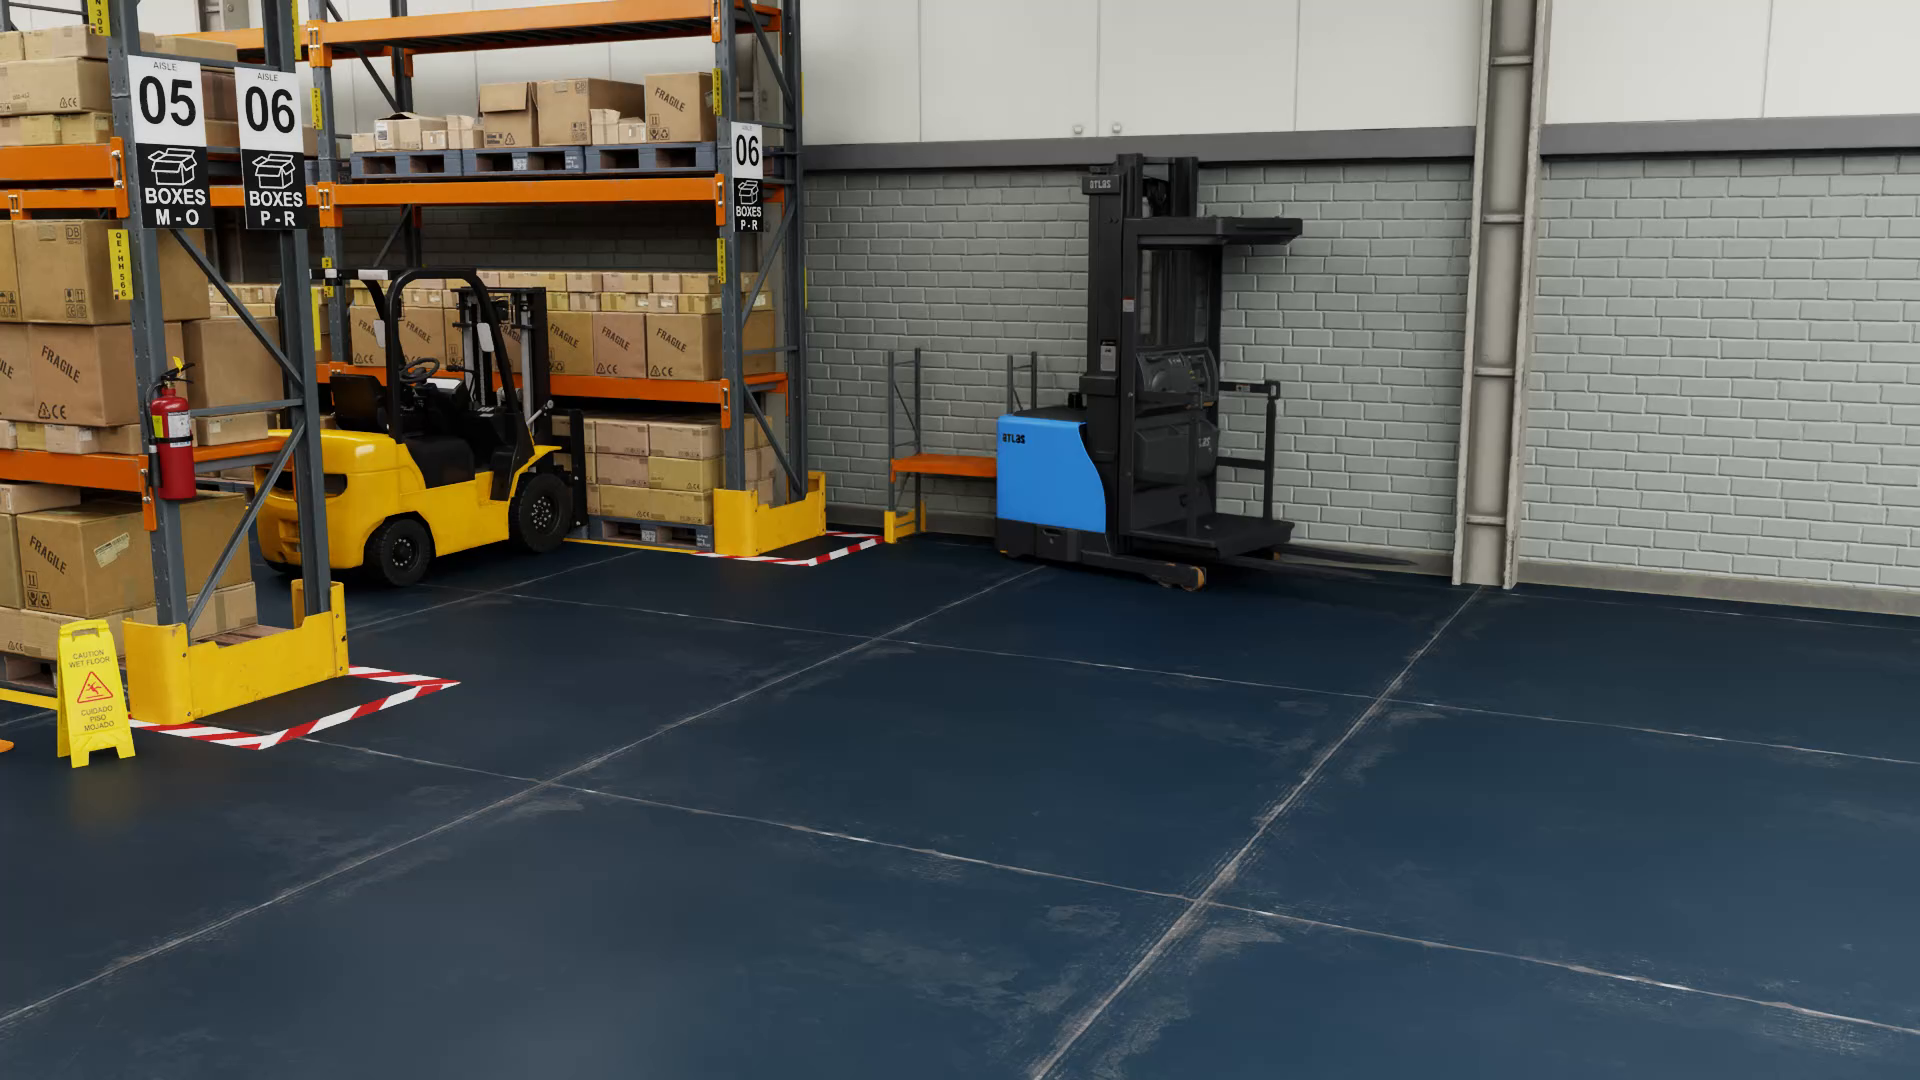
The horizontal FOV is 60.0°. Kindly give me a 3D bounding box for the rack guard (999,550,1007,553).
[{"bbox_3d":[0.459,-0.071,12.922,0.087,0.250,0.587,5,11,25],"label":"rack guard"}]

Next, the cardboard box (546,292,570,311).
[{"bbox_3d":[-3.096,-1.901,13.209,0.250,0.149,0.380,5,11,26],"label":"cardboard box"}]

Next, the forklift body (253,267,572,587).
[{"bbox_3d":[-4.008,-0.893,12.126,1.214,2.155,2.313,5,11,26],"label":"forklift body"}]

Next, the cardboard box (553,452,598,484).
[{"bbox_3d":[-2.992,-0.619,13.368,0.500,0.250,0.500,5,11,25],"label":"cardboard box"}]

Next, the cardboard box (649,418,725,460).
[{"bbox_3d":[-2.051,-0.785,12.879,0.500,0.250,0.500,5,12,28],"label":"cardboard box"}]

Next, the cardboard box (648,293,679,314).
[{"bbox_3d":[-2.177,-1.819,12.757,0.250,0.149,0.380,5,12,27],"label":"cardboard box"}]

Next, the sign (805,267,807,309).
[{"bbox_3d":[-1.249,-2.006,13.238,0.005,0.325,0.100,5,11,26],"label":"sign"}]

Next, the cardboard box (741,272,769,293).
[{"bbox_3d":[-1.707,-2.028,13.076,0.250,0.149,0.380,5,11,25],"label":"cardboard box"}]

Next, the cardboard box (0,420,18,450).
[{"bbox_3d":[-4.864,-0.573,8.678,0.250,0.149,0.380,5,12,27],"label":"cardboard box"}]

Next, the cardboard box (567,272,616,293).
[{"bbox_3d":[-2.869,-2.027,13.071,0.250,0.149,0.380,5,12,27],"label":"cardboard box"}]

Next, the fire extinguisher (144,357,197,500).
[{"bbox_3d":[-3.794,-0.539,8.003,0.183,0.674,0.296,5,11,26],"label":"fire extinguisher"}]

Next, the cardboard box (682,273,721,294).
[{"bbox_3d":[-1.915,-1.962,12.712,0.250,0.149,0.380,5,11,26],"label":"cardboard box"}]

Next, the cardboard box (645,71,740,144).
[{"bbox_3d":[-2.005,-3.230,12.490,0.500,0.500,0.500,5,12,28],"label":"cardboard box"}]

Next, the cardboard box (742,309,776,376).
[{"bbox_3d":[-1.822,-1.585,13.287,0.500,0.500,0.500,5,12,28],"label":"cardboard box"}]

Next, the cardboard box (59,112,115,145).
[{"bbox_3d":[-4.137,-1.996,8.117,0.250,0.149,0.380,5,11,26],"label":"cardboard box"}]

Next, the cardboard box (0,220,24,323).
[{"bbox_3d":[-4.698,-1.394,8.585,0.500,0.500,0.700,5,11,26],"label":"cardboard box"}]

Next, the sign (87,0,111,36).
[{"bbox_3d":[-3.957,-2.484,7.626,0.005,0.325,0.100,5,11,26],"label":"sign"}]

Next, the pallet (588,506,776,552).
[{"bbox_3d":[-2.204,-0.134,13.379,1.213,0.211,1.003,5,11,26],"label":"pallet"}]

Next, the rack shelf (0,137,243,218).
[{"bbox_3d":[-5.487,-1.939,9.121,4.000,0.370,1.077,5,11,26],"label":"rack shelf"}]

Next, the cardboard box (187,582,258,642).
[{"bbox_3d":[-4.294,0.379,9.256,0.500,0.250,0.500,5,11,25],"label":"cardboard box"}]

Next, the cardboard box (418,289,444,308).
[{"bbox_3d":[-4.250,-2.002,13.766,0.250,0.149,0.380,5,12,27],"label":"cardboard box"}]

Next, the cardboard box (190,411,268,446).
[{"bbox_3d":[-3.906,-0.596,8.806,0.250,0.149,0.380,5,11,26],"label":"cardboard box"}]

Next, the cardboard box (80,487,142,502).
[{"bbox_3d":[-4.786,-0.032,9.423,0.500,0.500,0.500,5,11,24],"label":"cardboard box"}]

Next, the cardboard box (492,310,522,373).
[{"bbox_3d":[-3.434,-1.619,13.475,0.500,0.500,0.500,5,11,26],"label":"cardboard box"}]

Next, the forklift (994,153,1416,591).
[{"bbox_3d":[1.698,-1.201,11.635,3.031,2.935,1.130,9,14,41],"label":"forklift"}]

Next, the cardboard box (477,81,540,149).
[{"bbox_3d":[-3.387,-3.380,13.313,0.637,0.503,0.797,5,12,28],"label":"cardboard box"}]

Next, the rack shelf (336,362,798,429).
[{"bbox_3d":[-3.294,-1.256,13.770,4.000,0.370,1.077,5,11,26],"label":"rack shelf"}]

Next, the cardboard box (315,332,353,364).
[{"bbox_3d":[-5.655,-1.692,14.578,0.500,0.250,0.500,5,12,27],"label":"cardboard box"}]

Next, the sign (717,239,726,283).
[{"bbox_3d":[-1.753,-2.054,12.238,0.005,0.325,0.100,5,11,26],"label":"sign"}]

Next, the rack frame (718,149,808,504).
[{"bbox_3d":[-1.500,-1.453,12.835,0.127,3.000,1.000,5,11,26],"label":"rack frame"}]

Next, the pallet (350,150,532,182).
[{"bbox_3d":[-4.311,-3.137,13.969,1.213,0.211,1.003,5,11,26],"label":"pallet"}]

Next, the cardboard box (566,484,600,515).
[{"bbox_3d":[-2.948,-0.375,13.419,0.500,0.250,0.500,5,11,26],"label":"cardboard box"}]

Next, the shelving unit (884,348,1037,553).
[{"bbox_3d":[0.010,-0.725,13.024,1.083,1.500,0.587,5,11,25],"label":"shelving unit"}]

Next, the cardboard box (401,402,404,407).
[{"bbox_3d":[-4.792,-1.025,14.207,0.500,0.250,0.500,5,11,25],"label":"cardboard box"}]

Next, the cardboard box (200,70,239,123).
[{"bbox_3d":[-4.026,-2.291,8.627,0.500,0.250,0.500,5,11,25],"label":"cardboard box"}]

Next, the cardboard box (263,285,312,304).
[{"bbox_3d":[-5.927,-2.173,14.712,0.250,0.149,0.380,5,11,26],"label":"cardboard box"}]

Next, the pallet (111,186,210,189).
[{"bbox_3d":[-7.022,-3.339,15.367,1.213,0.211,1.003,6,12,28],"label":"pallet"}]

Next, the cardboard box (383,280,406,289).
[{"bbox_3d":[-4.650,-2.207,14.064,0.250,0.149,0.380,5,11,27],"label":"cardboard box"}]

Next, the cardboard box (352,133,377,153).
[{"bbox_3d":[-4.819,-3.292,13.822,0.250,0.149,0.380,5,12,27],"label":"cardboard box"}]

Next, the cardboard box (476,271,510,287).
[{"bbox_3d":[-3.742,-2.121,13.592,0.250,0.149,0.380,5,11,26],"label":"cardboard box"}]

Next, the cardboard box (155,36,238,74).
[{"bbox_3d":[-3.922,-2.465,8.472,0.250,0.149,0.380,5,11,25],"label":"cardboard box"}]

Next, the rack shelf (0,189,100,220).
[{"bbox_3d":[-10.468,-3.363,16.986,4.000,0.370,1.077,5,11,26],"label":"rack shelf"}]

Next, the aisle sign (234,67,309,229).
[{"bbox_3d":[-3.500,-1.984,8.468,0.004,0.787,0.394,5,11,26],"label":"aisle sign"}]

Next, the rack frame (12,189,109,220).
[{"bbox_3d":[-8.674,-2.083,16.318,0.127,3.000,1.000,5,11,26],"label":"rack frame"}]

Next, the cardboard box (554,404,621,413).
[{"bbox_3d":[-3.197,-0.988,14.000,0.500,0.250,0.500,5,11,25],"label":"cardboard box"}]
